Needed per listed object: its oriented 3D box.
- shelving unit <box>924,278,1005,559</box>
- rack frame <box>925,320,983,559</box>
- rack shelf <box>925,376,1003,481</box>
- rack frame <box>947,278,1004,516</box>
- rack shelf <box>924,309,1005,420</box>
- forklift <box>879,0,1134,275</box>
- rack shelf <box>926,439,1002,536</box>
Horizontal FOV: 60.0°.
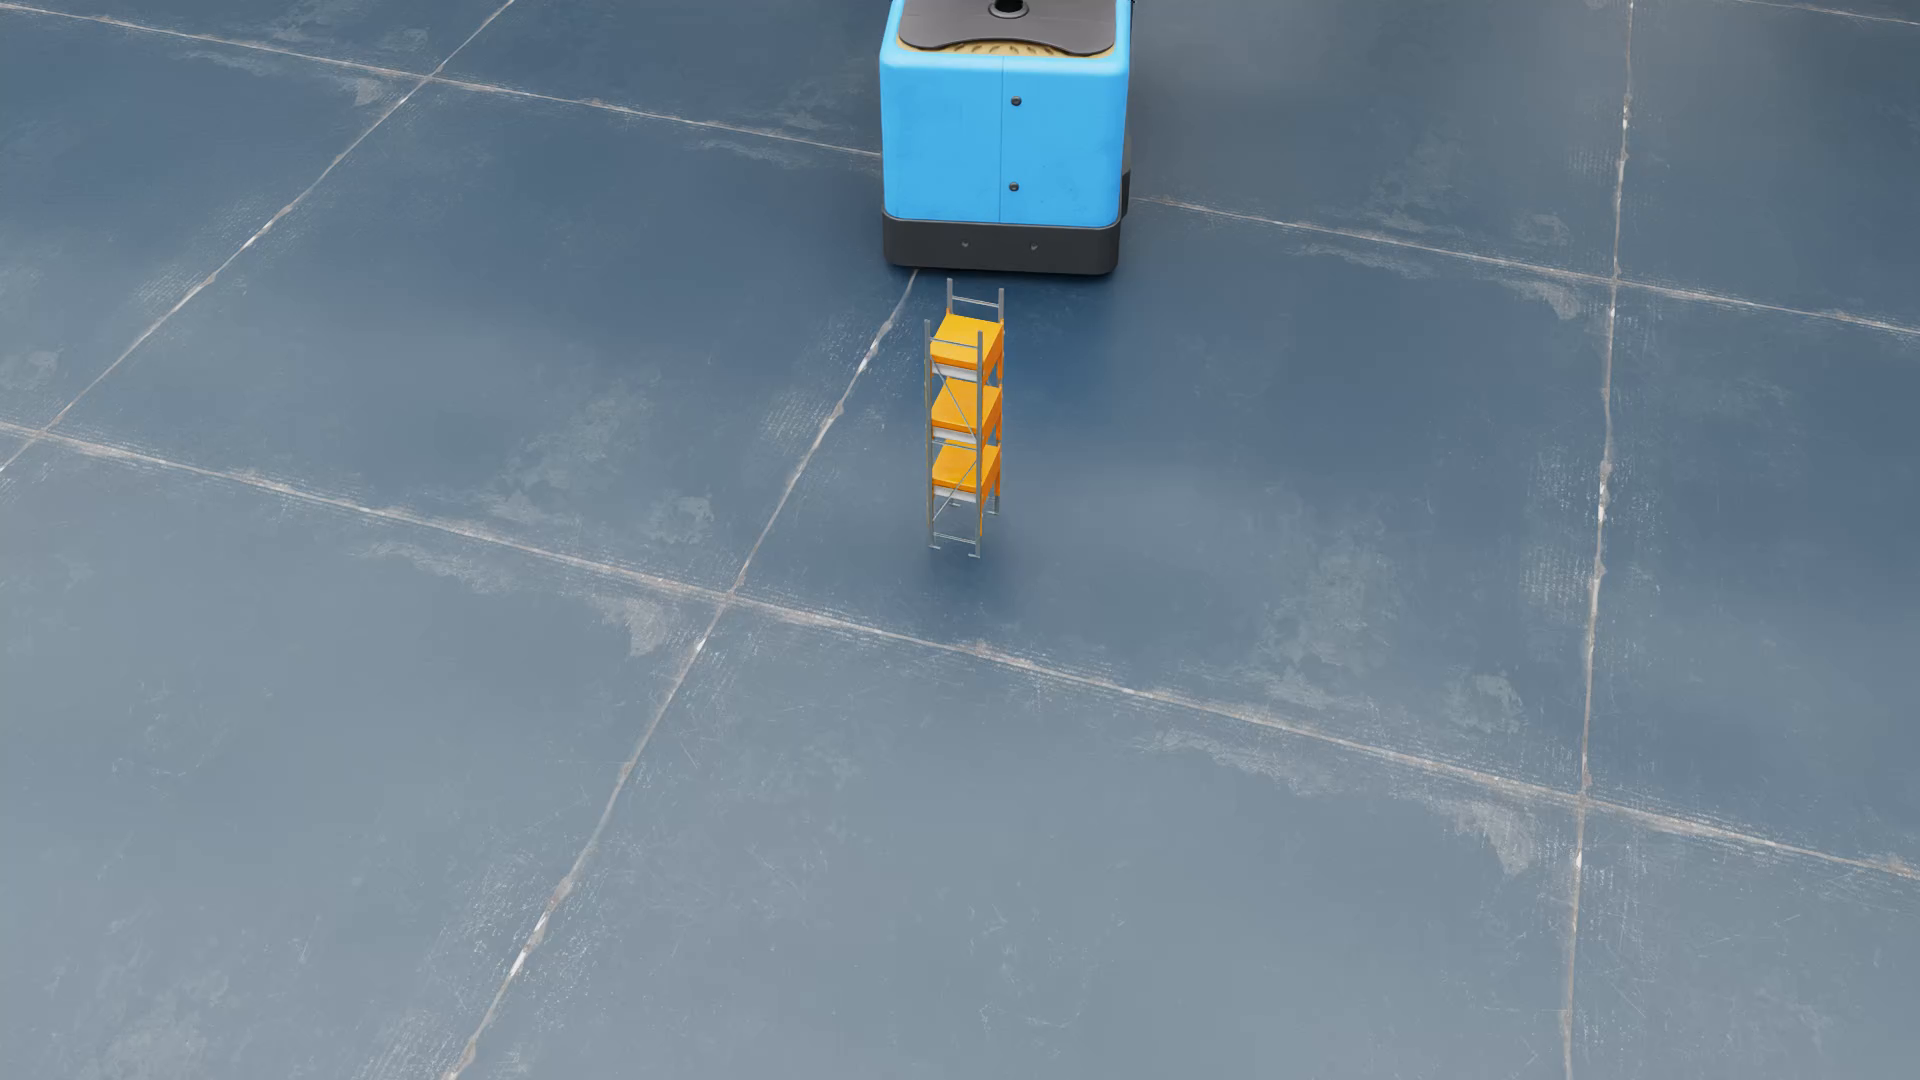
[{"bbox_3d":[0.016,-0.411,5.919,0.215,1.050,0.252,13,46,12],"label":"shelving unit"},{"bbox_3d":[-0.021,-0.330,5.836,0.200,1.050,0.008,13,46,12],"label":"rack frame"},{"bbox_3d":[0.016,-0.403,5.927,0.215,0.259,0.240,13,46,12],"label":"rack shelf"},{"bbox_3d":[0.053,-0.492,6.002,0.200,1.050,0.008,13,46,12],"label":"rack frame"},{"bbox_3d":[0.016,-0.606,5.728,0.215,0.259,0.240,13,46,12],"label":"rack shelf"},{"bbox_3d":[0.292,-3.245,7.471,1.130,2.935,3.031,3,44,3],"label":"forklift"},{"bbox_3d":[0.016,-0.205,6.121,0.215,0.259,0.240,13,46,12],"label":"rack shelf"}]
